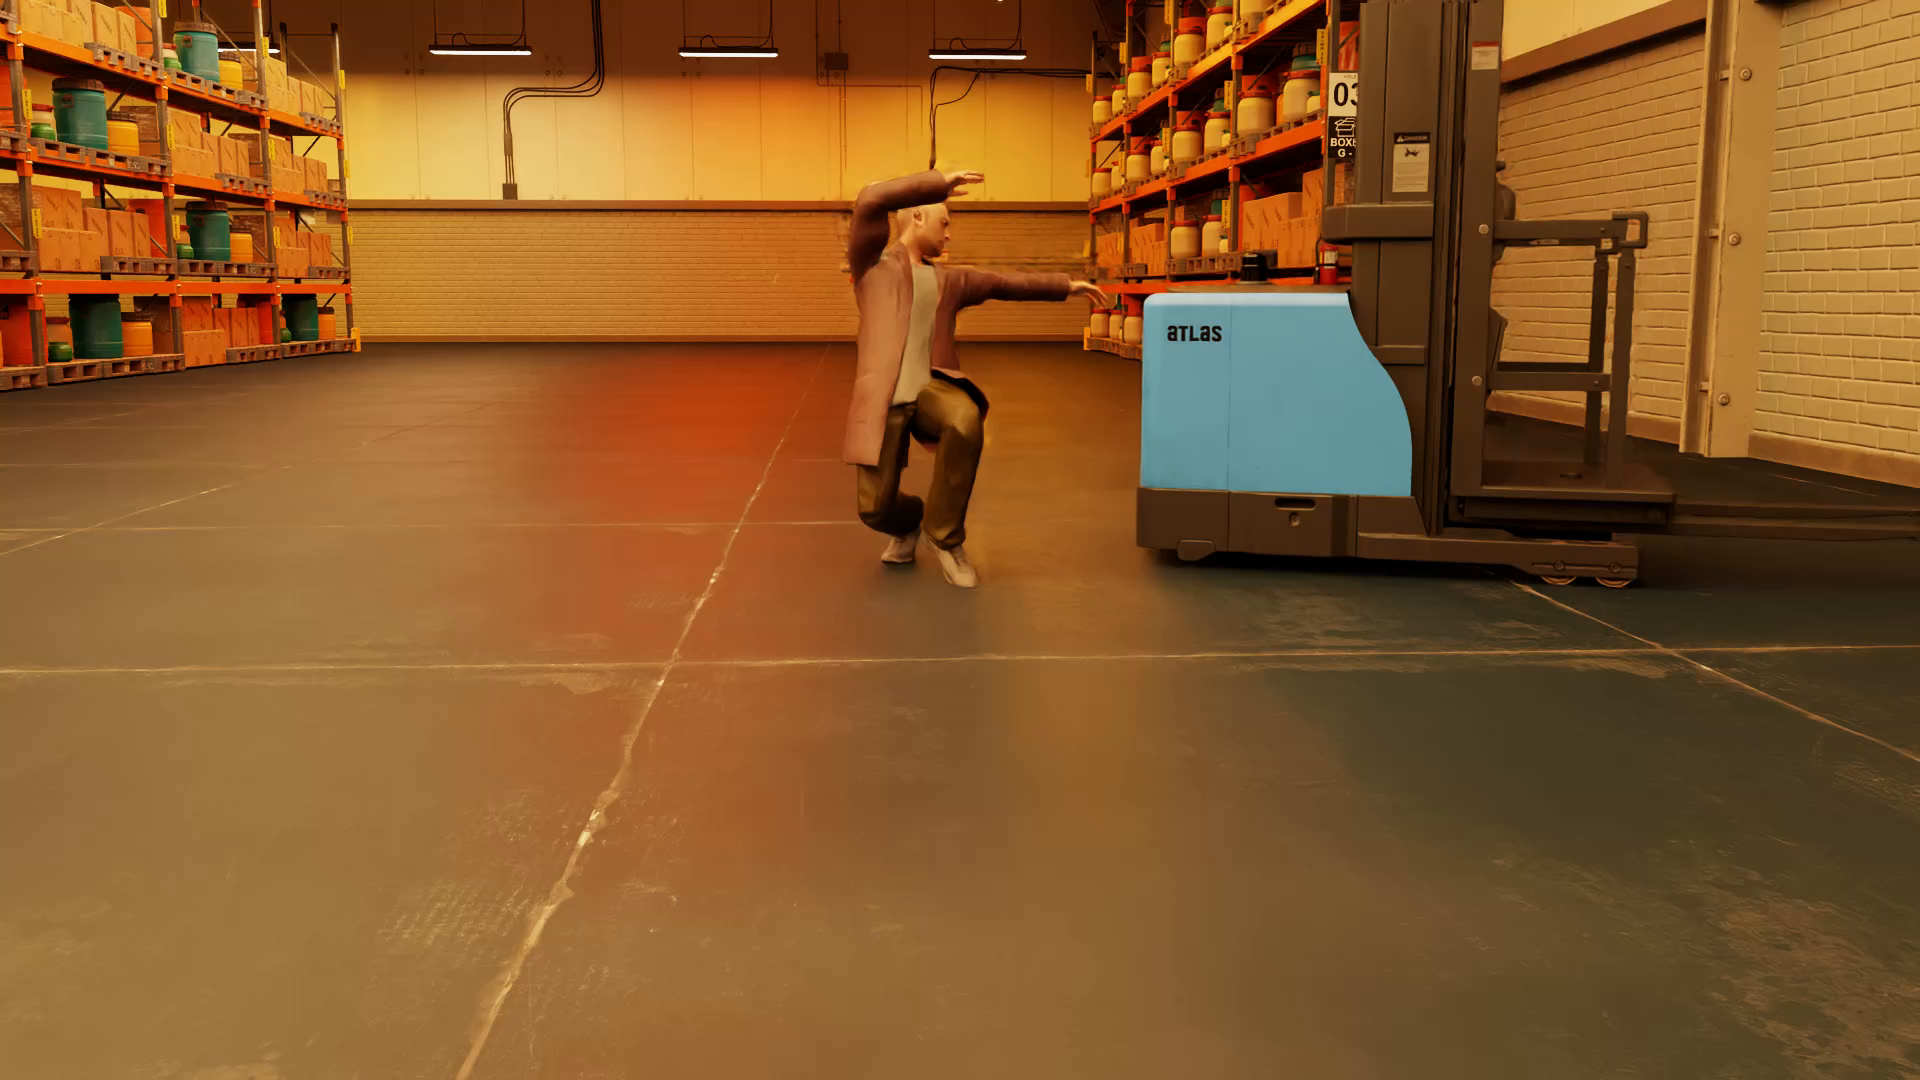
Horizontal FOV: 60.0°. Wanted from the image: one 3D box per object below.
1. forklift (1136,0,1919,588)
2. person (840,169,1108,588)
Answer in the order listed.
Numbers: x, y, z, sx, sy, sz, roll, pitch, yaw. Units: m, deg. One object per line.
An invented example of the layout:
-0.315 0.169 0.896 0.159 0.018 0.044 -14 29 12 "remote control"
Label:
2.283 -1.360 6.491 3.031 2.935 1.130 2 9 16 "forklift"
0.107 -0.632 6.448 1.153 1.567 0.930 -2 9 -11 "person"
